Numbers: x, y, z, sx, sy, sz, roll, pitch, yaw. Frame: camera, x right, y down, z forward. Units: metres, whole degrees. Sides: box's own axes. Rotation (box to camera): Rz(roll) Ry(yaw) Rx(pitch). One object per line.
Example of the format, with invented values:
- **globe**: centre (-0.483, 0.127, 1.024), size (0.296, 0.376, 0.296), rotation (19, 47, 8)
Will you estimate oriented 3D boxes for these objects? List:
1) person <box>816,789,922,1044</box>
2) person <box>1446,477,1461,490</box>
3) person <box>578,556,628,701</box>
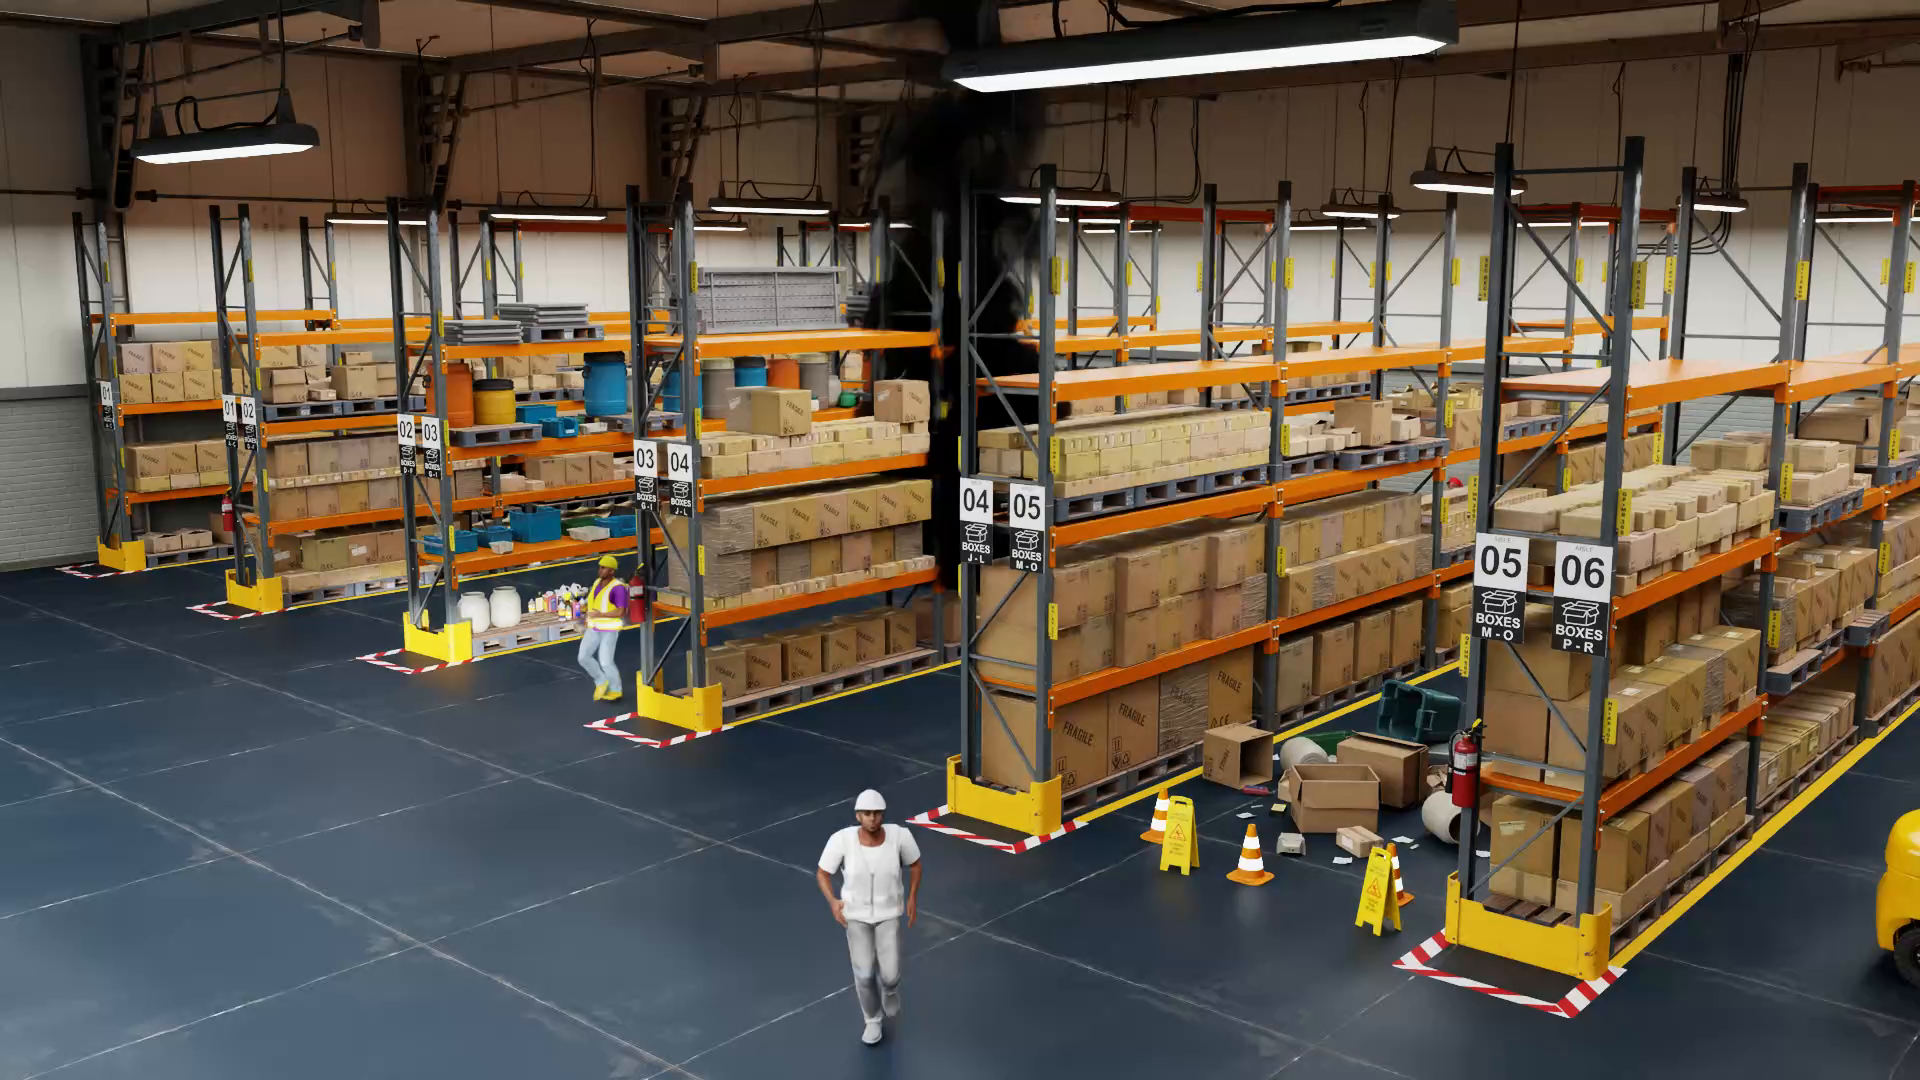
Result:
- **person**: centre (-0.600, 2.497, 11.096), size (0.709, 1.727, 0.532), rotation (-1, 10, -4)
- **person**: centre (7.920, -0.118, 26.559), size (0.679, 1.786, 0.885), rotation (9, 13, 44)
- **person**: centre (-4.231, 1.059, 19.665), size (0.678, 1.742, 0.638), rotation (6, 11, 34)
